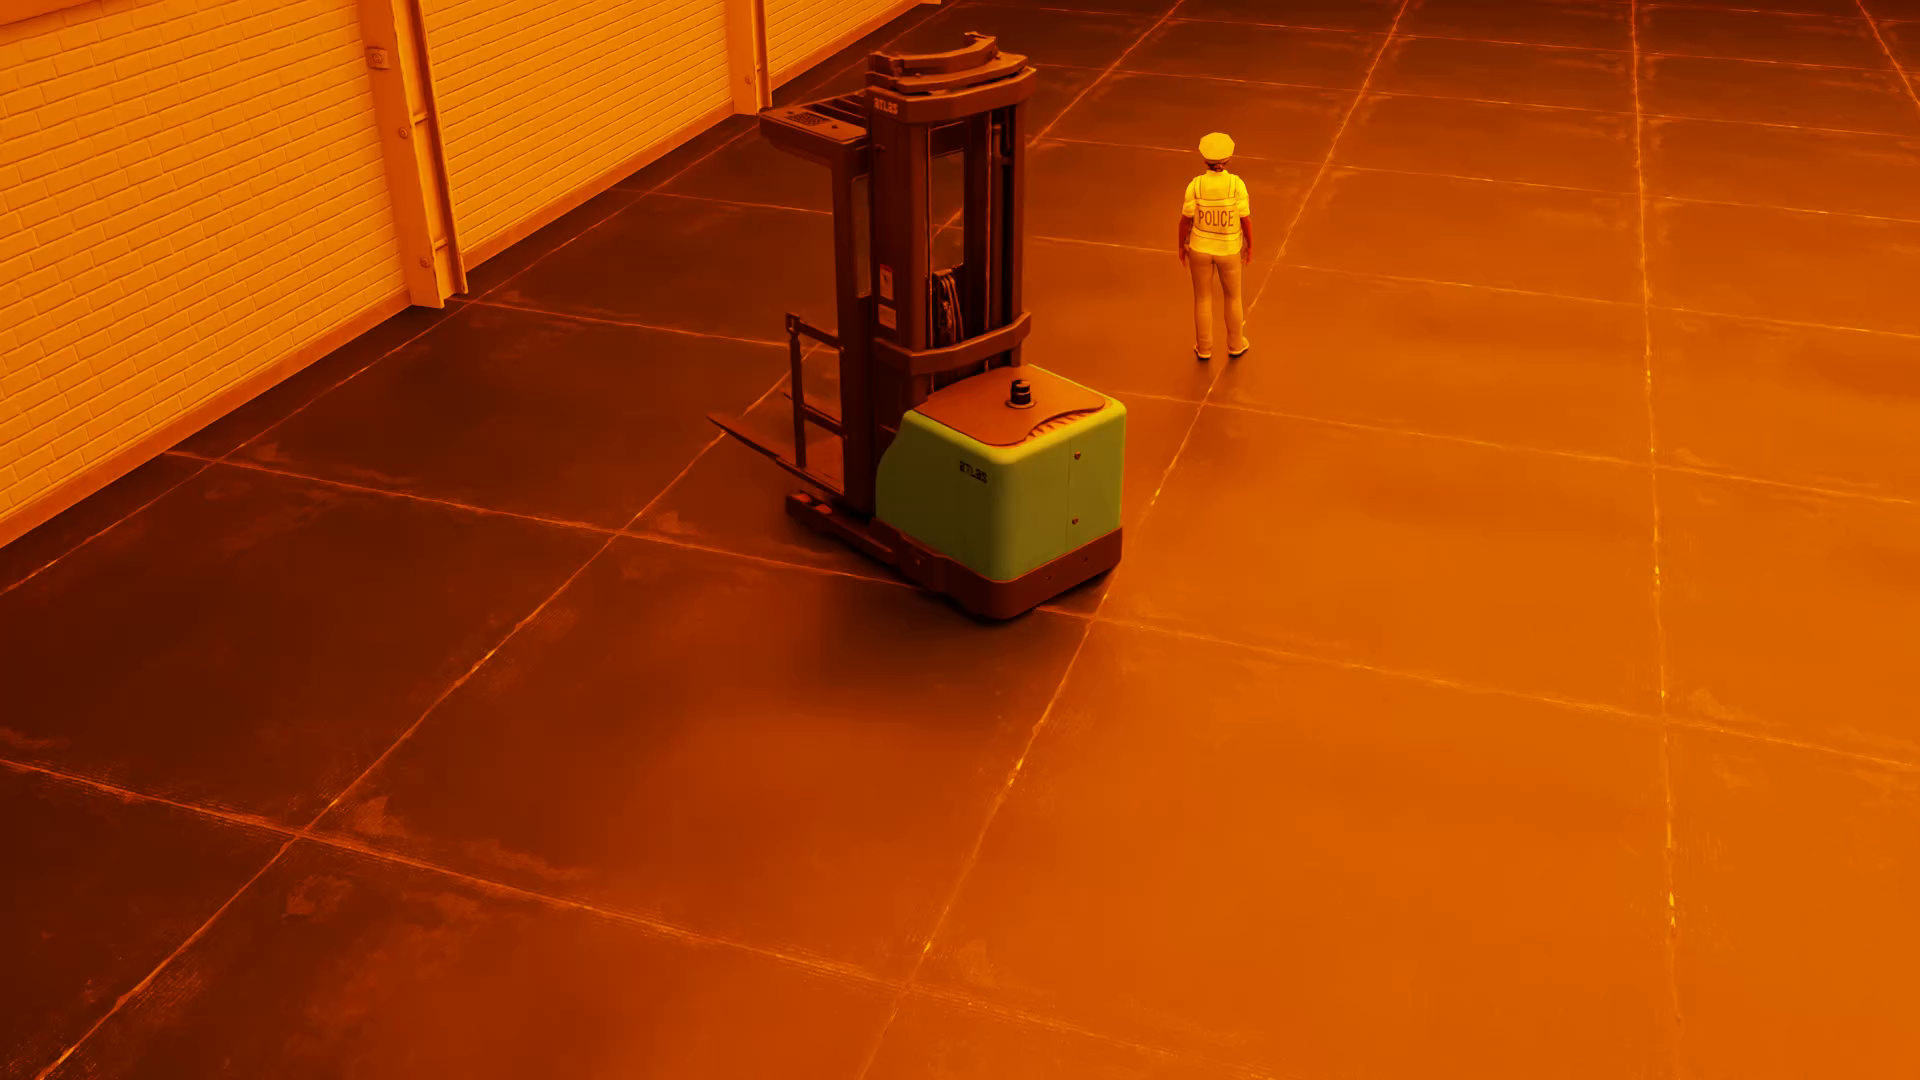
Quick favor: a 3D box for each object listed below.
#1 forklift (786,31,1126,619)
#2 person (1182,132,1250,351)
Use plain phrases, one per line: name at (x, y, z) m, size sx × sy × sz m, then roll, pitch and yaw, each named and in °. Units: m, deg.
forklift at (-0.425, -1.476, 9.726) m, size 1.130 × 2.935 × 3.031 m, roll -25°, pitch 38°, yaw -36°
person at (1.857, -2.142, 12.060) m, size 0.512 × 1.629 × 0.394 m, roll 6°, pitch 30°, yaw 11°
